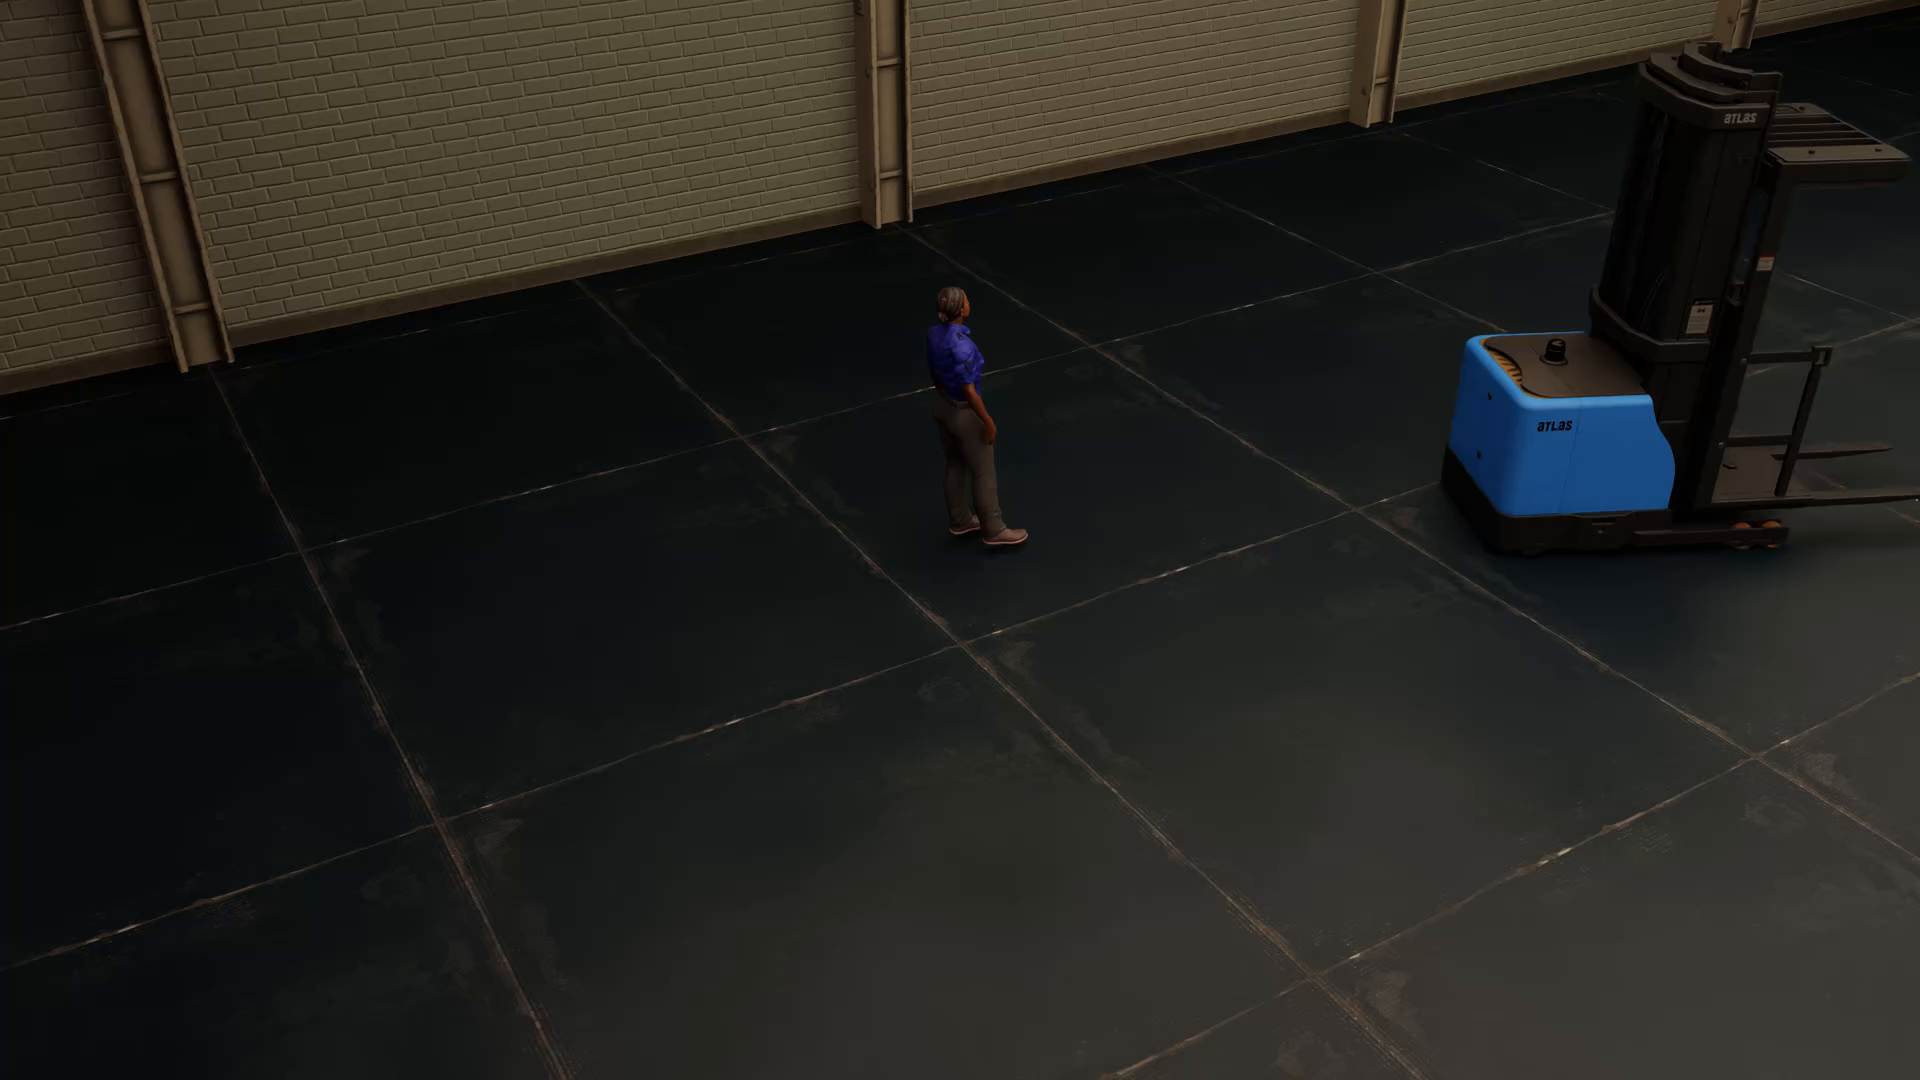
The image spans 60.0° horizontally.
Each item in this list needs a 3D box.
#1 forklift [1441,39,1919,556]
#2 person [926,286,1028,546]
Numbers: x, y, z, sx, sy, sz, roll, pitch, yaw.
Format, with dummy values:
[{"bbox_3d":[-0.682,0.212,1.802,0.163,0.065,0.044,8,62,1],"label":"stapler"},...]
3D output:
[{"bbox_3d":[4.749,-1.466,10.096,3.031,2.935,1.130,-3,31,-5],"label":"forklift"},{"bbox_3d":[0.085,-0.764,10.075,0.504,1.654,0.569,-17,35,-26],"label":"person"}]
